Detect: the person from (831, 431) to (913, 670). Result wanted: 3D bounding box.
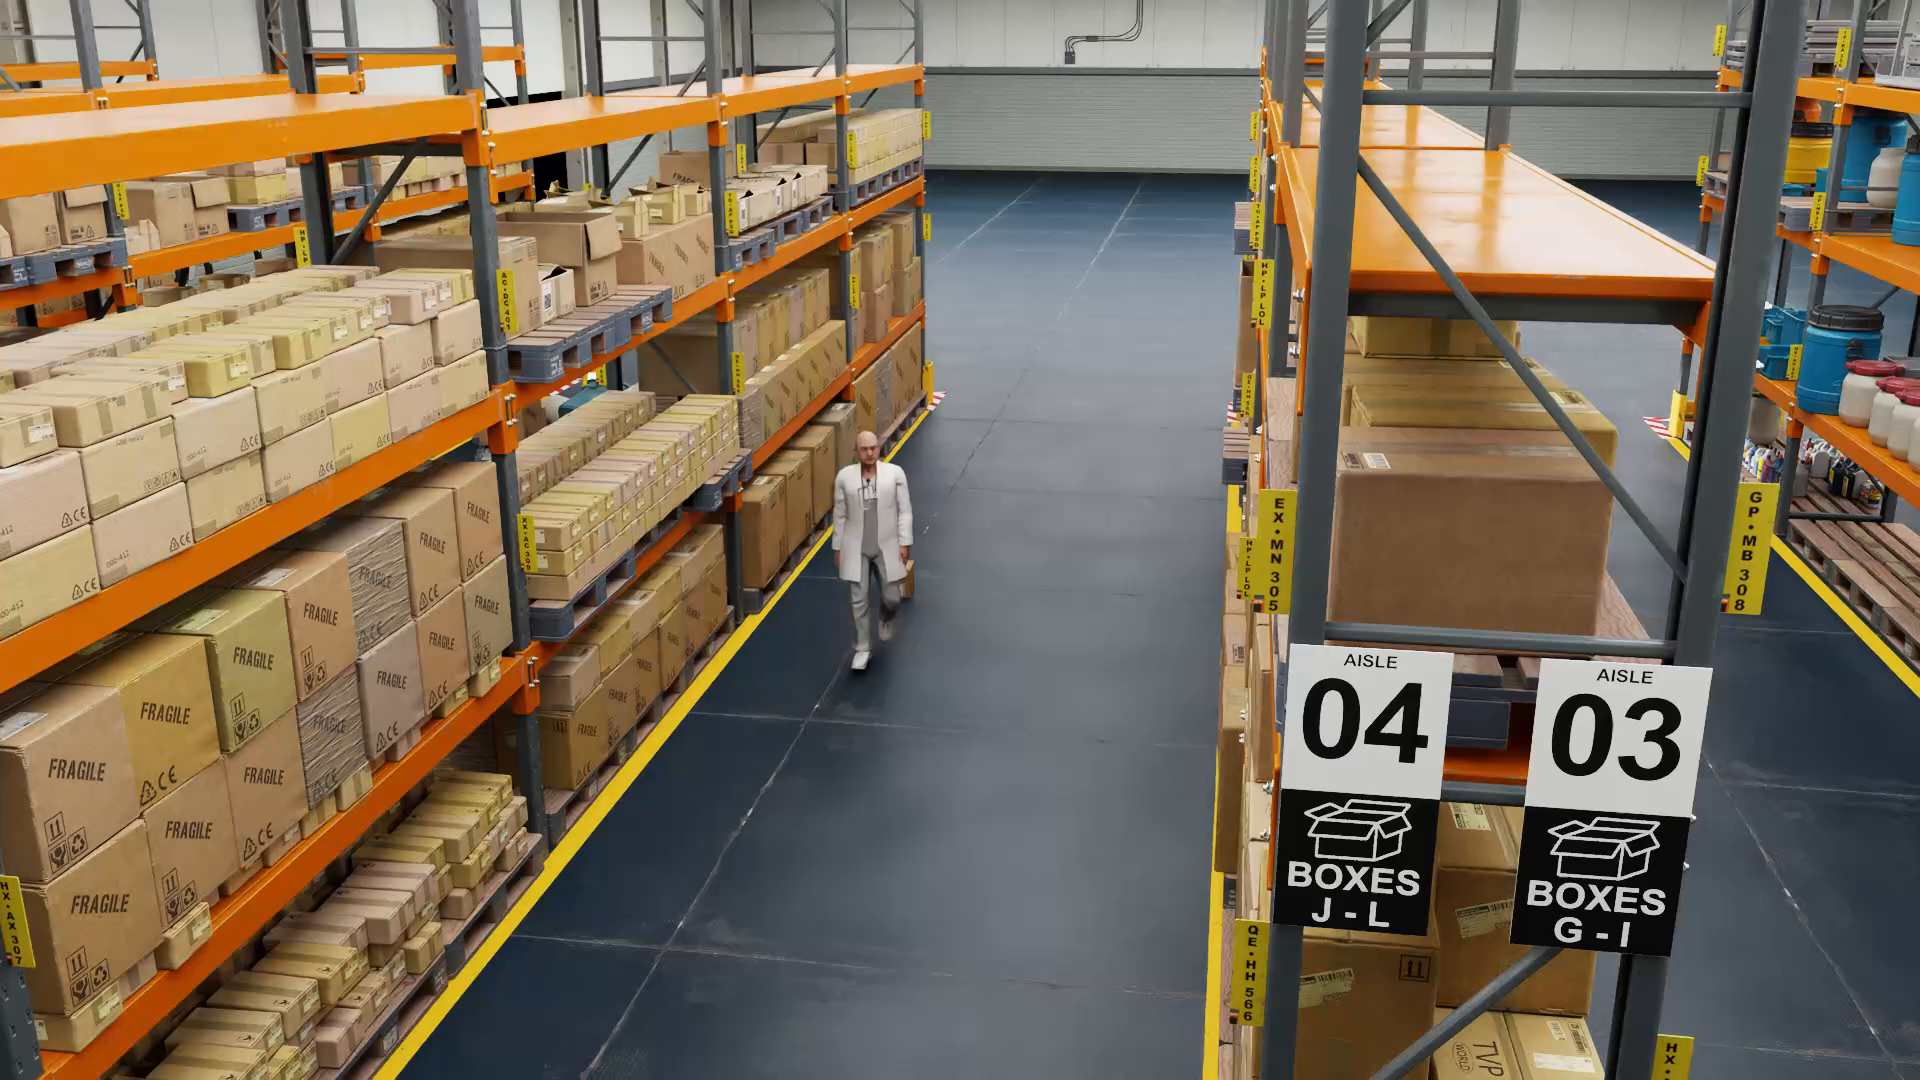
[{"bbox_3d":[-0.653,0.036,12.371,0.606,1.768,0.691,0,18,-1],"label":"person"}]
